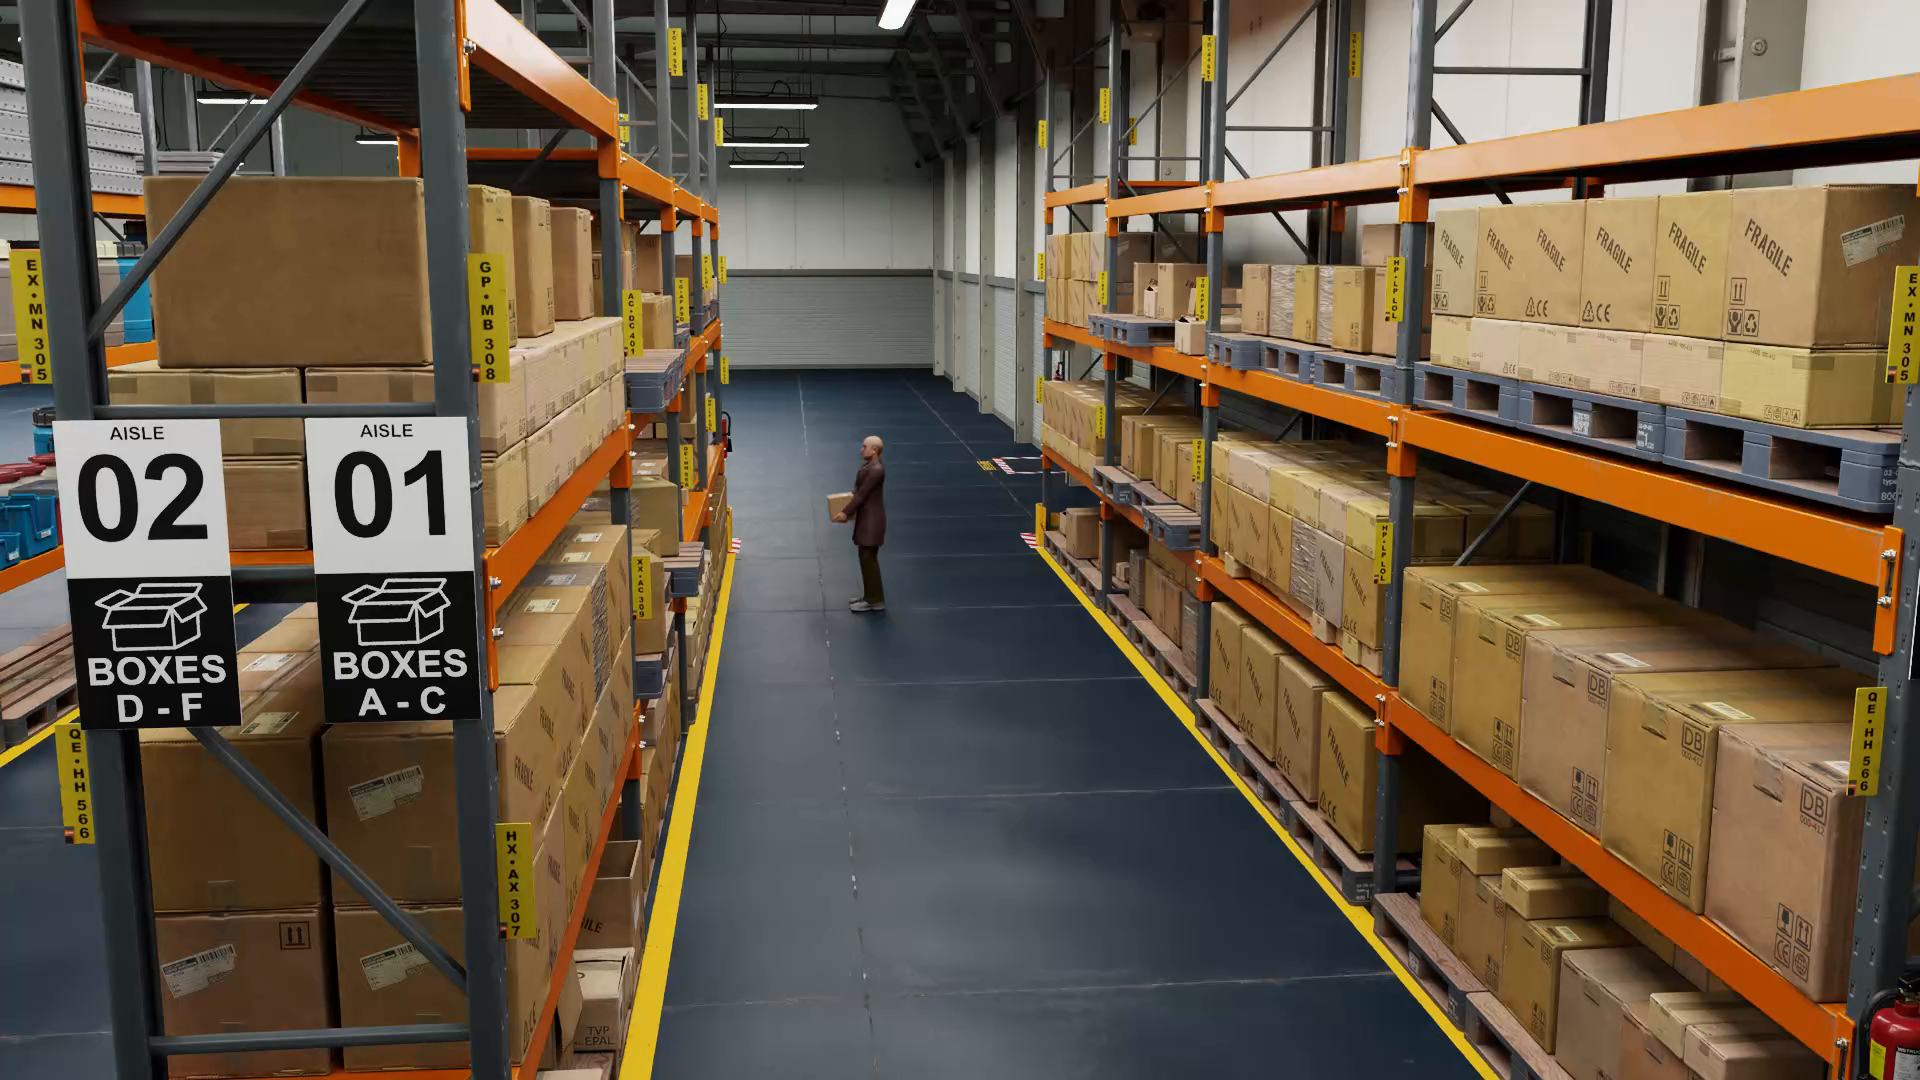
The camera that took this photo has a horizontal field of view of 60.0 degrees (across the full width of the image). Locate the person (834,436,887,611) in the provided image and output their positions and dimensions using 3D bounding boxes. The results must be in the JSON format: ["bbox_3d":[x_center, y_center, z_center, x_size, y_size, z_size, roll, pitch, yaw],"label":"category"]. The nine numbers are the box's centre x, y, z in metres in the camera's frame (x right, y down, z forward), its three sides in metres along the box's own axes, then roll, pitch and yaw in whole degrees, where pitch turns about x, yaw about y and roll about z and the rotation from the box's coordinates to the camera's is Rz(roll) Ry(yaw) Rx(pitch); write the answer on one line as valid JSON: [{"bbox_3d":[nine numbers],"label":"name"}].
[{"bbox_3d":[-1.023,-0.175,16.963,0.545,1.779,0.524,-1,10,-6],"label":"person"}]
